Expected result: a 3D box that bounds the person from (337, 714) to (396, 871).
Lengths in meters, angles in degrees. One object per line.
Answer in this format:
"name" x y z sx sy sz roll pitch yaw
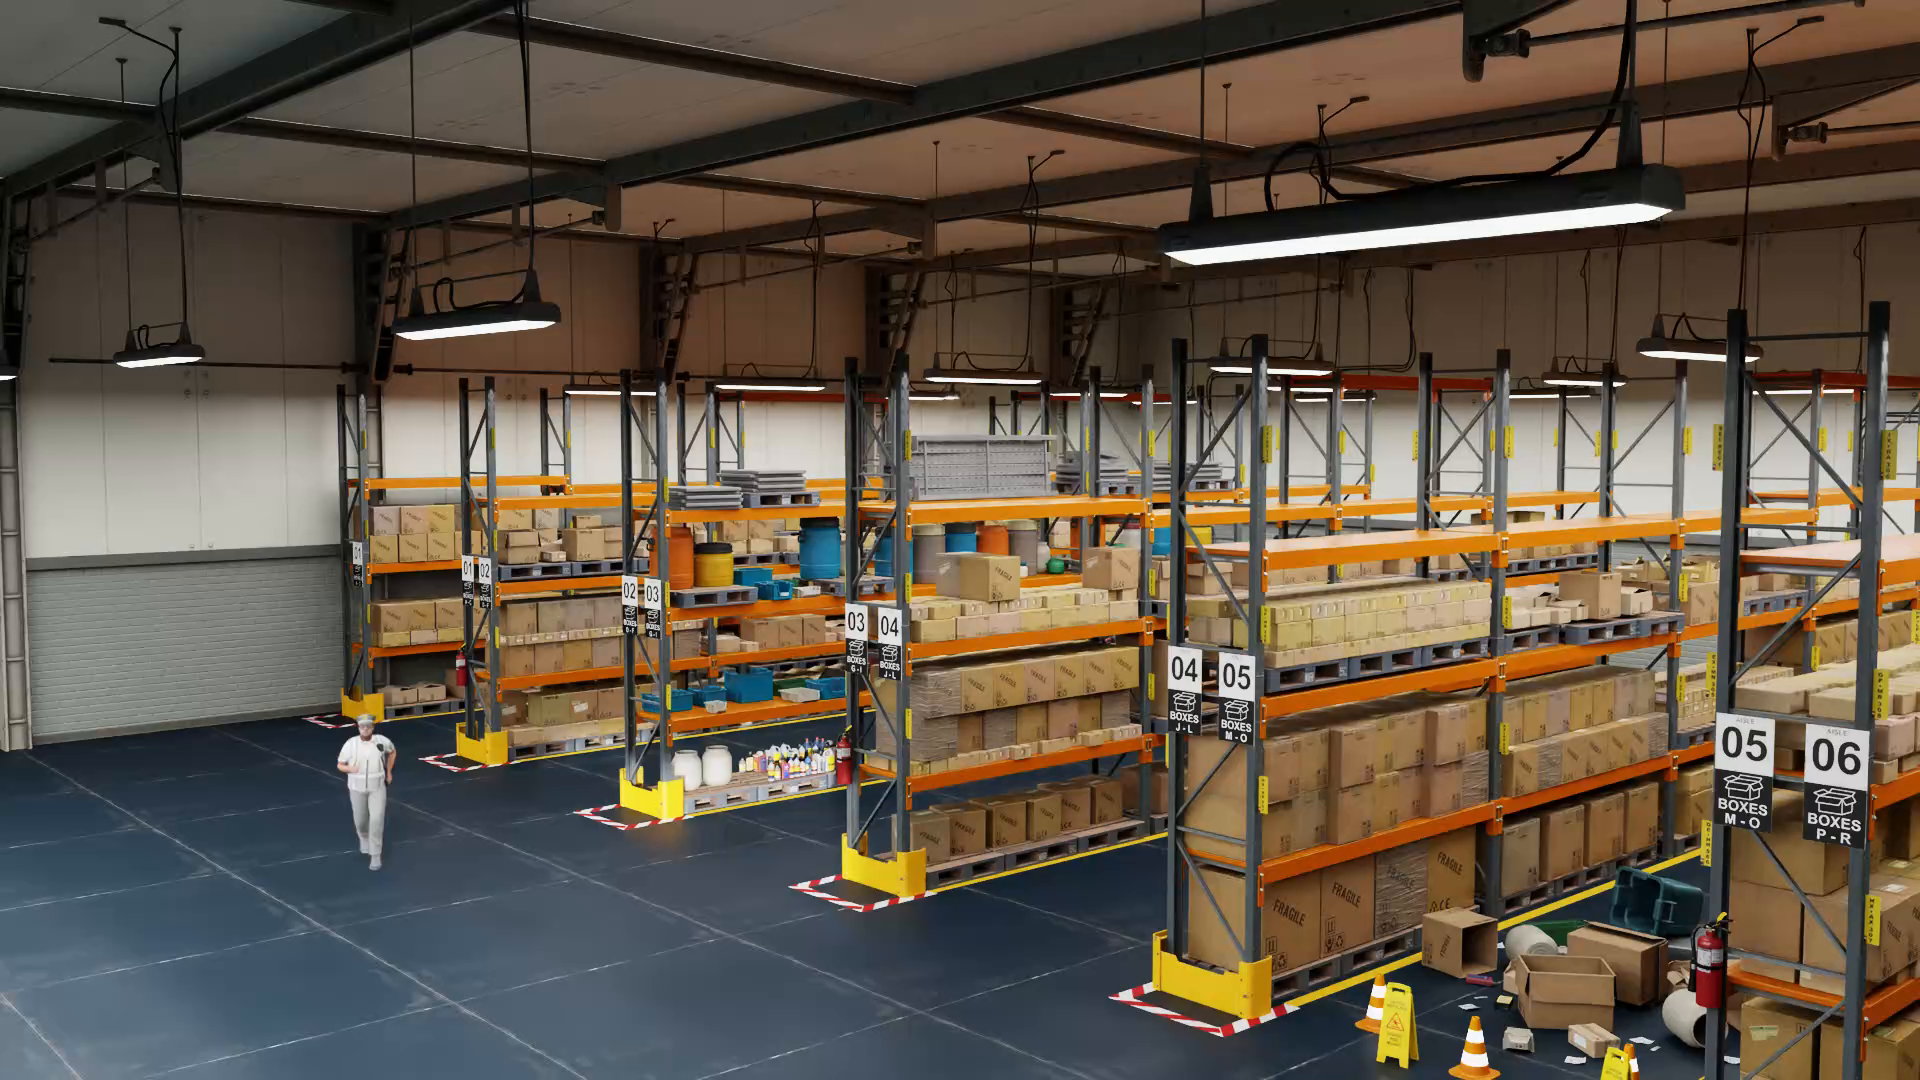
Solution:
"person" -7.078 2.954 19.832 0.639 1.791 0.967 -1 4 -18
